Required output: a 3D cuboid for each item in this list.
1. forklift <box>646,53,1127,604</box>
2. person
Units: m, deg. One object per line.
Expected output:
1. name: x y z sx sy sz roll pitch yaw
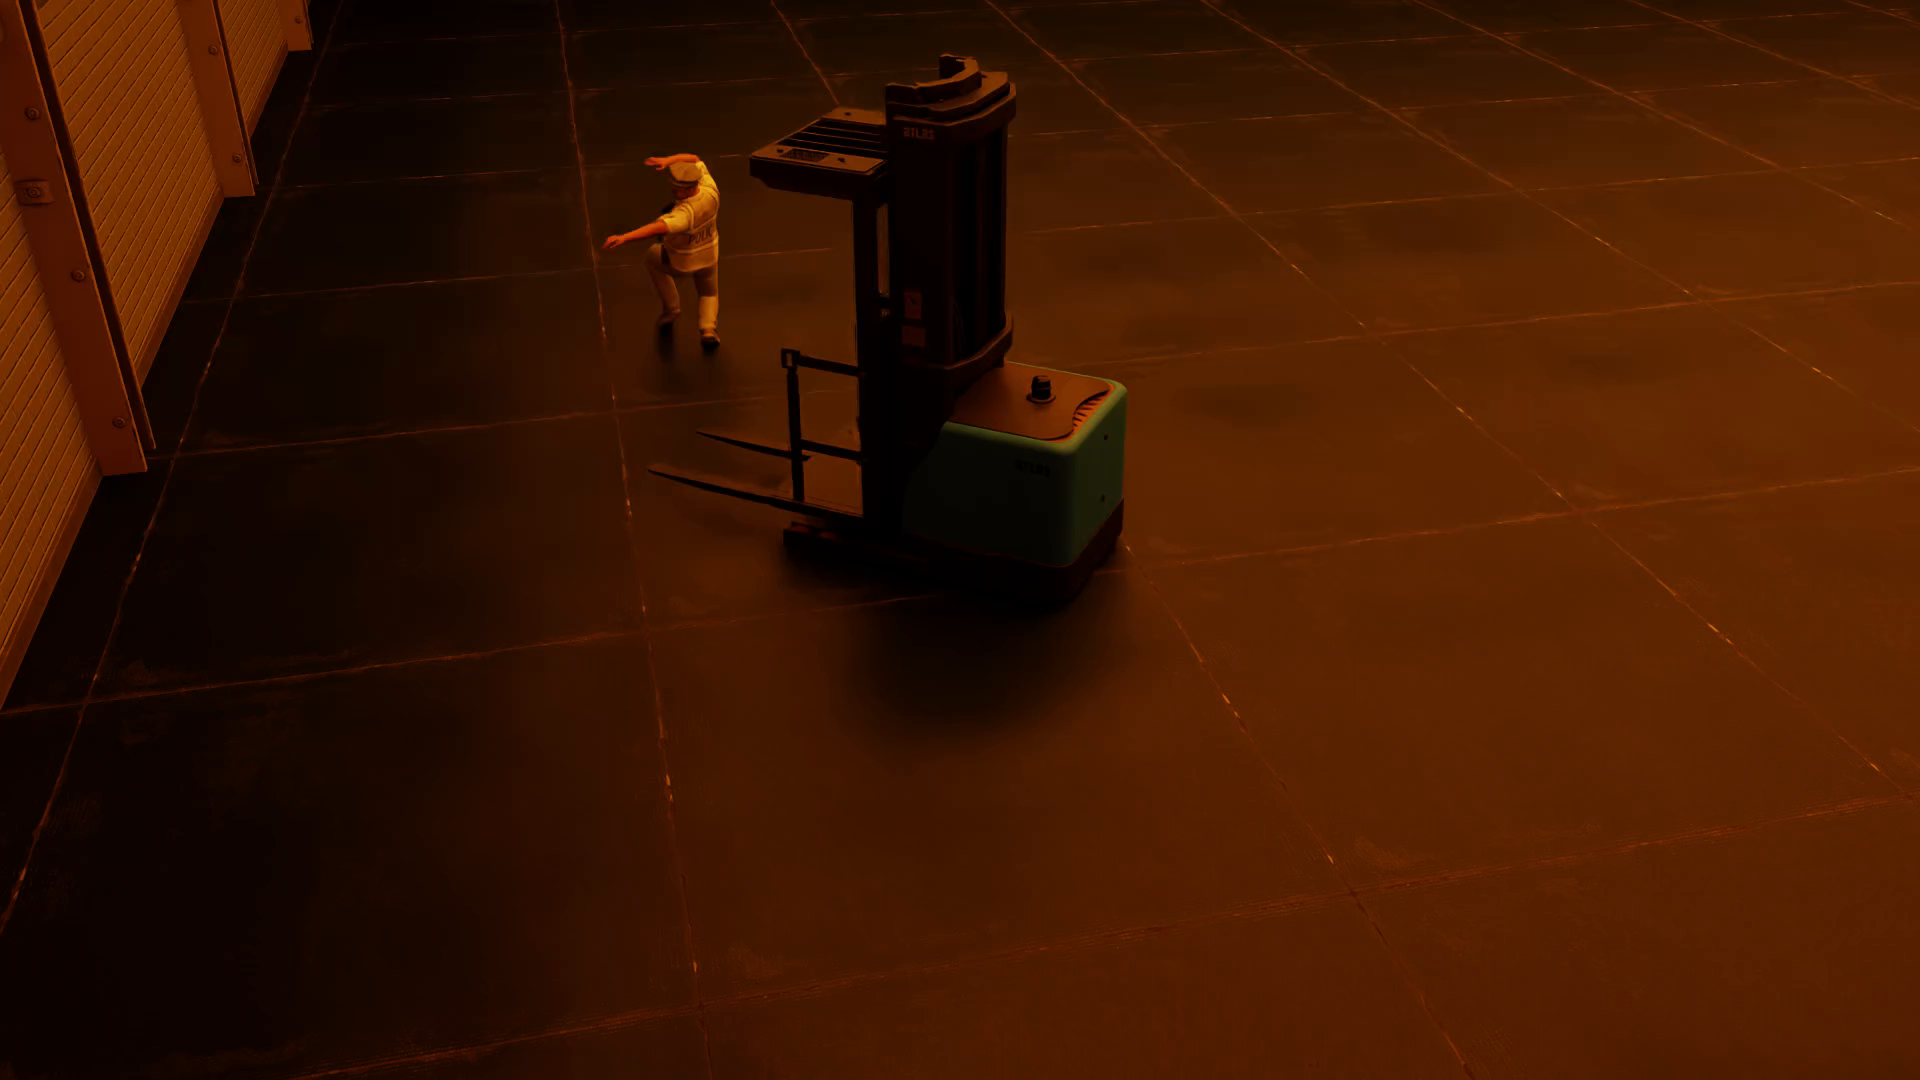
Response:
1. forklift: -0.542 -1.378 9.956 3.031 2.935 1.130 13 32 21
2. person: -2.387 -2.199 12.878 1.064 1.526 0.889 -19 35 -29
